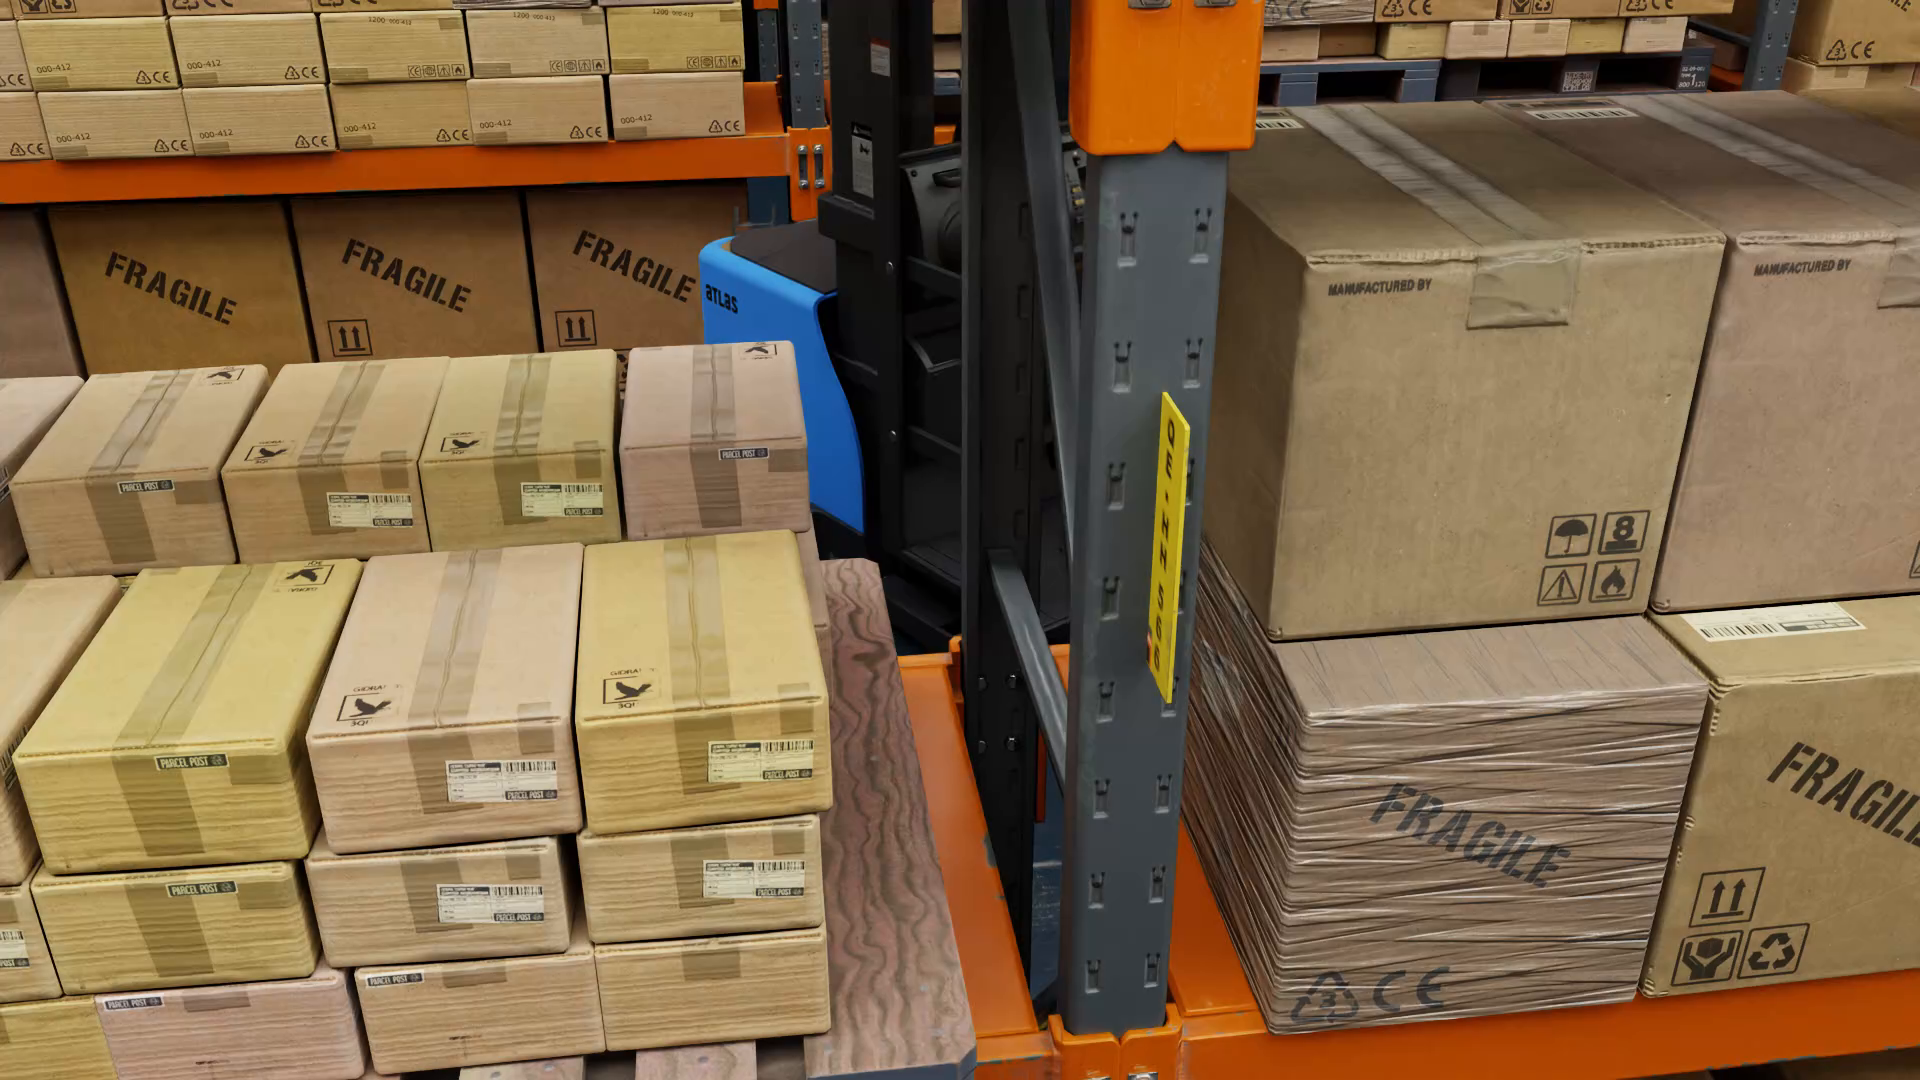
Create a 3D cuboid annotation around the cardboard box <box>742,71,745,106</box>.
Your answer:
[{"bbox_3d":[-1.176,-2.001,7.029,0.500,0.250,0.500,-4,27,-8],"label":"cardboard box"}]

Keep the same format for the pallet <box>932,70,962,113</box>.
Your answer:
[{"bbox_3d":[0.034,-1.993,7.059,1.003,0.211,1.213,-4,27,-7],"label":"pallet"}]

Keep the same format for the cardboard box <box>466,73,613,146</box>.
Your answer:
[{"bbox_3d":[-1.625,-1.729,6.499,0.500,0.250,0.500,-3,27,-6],"label":"cardboard box"}]

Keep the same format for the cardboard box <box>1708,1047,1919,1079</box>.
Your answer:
[{"bbox_3d":[1.614,1.005,3.010,0.750,0.750,1.050,-3,27,-6],"label":"cardboard box"}]

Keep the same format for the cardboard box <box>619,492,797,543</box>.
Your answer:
[{"bbox_3d":[-0.373,-0.021,2.495,0.250,0.149,0.380,-2,27,-5],"label":"cardboard box"}]

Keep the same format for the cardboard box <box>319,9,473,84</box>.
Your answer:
[{"bbox_3d":[-2.112,-1.919,6.321,0.500,0.250,0.500,-4,27,-8],"label":"cardboard box"}]

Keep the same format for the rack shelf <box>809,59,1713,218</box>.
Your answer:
[{"bbox_3d":[1.324,-1.792,7.246,4.000,0.370,1.077,-4,27,-7],"label":"rack shelf"}]

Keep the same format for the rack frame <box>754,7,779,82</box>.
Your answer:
[{"bbox_3d":[-1.352,-4.229,11.206,0.127,3.000,1.000,-4,27,-7],"label":"rack frame"}]

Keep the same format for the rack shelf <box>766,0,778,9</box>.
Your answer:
[{"bbox_3d":[0.629,-4.036,11.618,4.000,0.370,1.077,-4,27,-7],"label":"rack shelf"}]

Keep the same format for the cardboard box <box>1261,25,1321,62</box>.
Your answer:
[{"bbox_3d":[1.298,-2.078,6.829,0.250,0.149,0.380,-3,27,-5],"label":"cardboard box"}]

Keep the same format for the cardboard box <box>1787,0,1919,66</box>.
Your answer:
[{"bbox_3d":[3.779,-2.318,7.047,0.500,0.500,0.500,-4,27,-7],"label":"cardboard box"}]

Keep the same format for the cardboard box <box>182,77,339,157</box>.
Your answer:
[{"bbox_3d":[-2.627,-1.659,6.363,0.500,0.250,0.500,-4,27,-8],"label":"cardboard box"}]

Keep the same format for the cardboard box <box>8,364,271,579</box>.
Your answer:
[{"bbox_3d":[-1.123,-0.103,2.329,0.250,0.149,0.380,-5,28,-9],"label":"cardboard box"}]

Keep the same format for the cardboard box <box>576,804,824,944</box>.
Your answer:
[{"bbox_3d":[-0.292,0.276,1.916,0.250,0.149,0.380,-3,27,-6],"label":"cardboard box"}]

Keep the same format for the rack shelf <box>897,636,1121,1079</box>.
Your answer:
[{"bbox_3d":[-1.847,0.693,2.401,4.000,0.370,1.077,-4,27,-7],"label":"rack shelf"}]

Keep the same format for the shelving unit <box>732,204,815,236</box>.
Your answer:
[{"bbox_3d":[-0.773,-0.776,6.587,0.215,1.050,0.252,-13,29,-41],"label":"shelving unit"}]

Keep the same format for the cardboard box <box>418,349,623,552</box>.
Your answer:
[{"bbox_3d":[-0.617,-0.134,2.388,0.250,0.149,0.380,-4,27,-9],"label":"cardboard box"}]

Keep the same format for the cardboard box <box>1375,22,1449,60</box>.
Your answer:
[{"bbox_3d":[1.821,-2.099,6.870,0.250,0.149,0.380,-4,27,-7],"label":"cardboard box"}]

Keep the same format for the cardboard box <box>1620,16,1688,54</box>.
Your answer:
[{"bbox_3d":[2.834,-2.157,6.984,0.250,0.149,0.380,-3,27,-6],"label":"cardboard box"}]

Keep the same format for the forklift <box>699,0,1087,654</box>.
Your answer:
[{"bbox_3d":[0.357,-1.033,5.053,1.130,2.935,3.031,-20,33,-34],"label":"forklift"}]

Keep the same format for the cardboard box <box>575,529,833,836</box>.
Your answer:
[{"bbox_3d":[-0.288,0.145,1.846,0.250,0.149,0.380,-5,28,-9],"label":"cardboard box"}]

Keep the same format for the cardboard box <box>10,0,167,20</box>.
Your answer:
[{"bbox_3d":[-3.145,-2.194,6.035,0.500,0.500,0.500,-4,27,-8],"label":"cardboard box"}]

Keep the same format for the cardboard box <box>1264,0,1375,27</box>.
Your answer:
[{"bbox_3d":[1.358,-2.374,6.696,0.500,0.500,0.500,-5,28,-9],"label":"cardboard box"}]

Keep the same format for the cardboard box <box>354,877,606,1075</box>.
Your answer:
[{"bbox_3d":[-0.537,0.425,1.951,0.250,0.149,0.380,-4,27,-7],"label":"cardboard box"}]

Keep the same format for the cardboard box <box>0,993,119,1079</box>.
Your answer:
[{"bbox_3d":[-1.039,0.456,1.891,0.250,0.149,0.380,-4,27,-8],"label":"cardboard box"}]

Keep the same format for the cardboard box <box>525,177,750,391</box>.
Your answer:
[{"bbox_3d":[-1.352,-1.220,7.210,0.875,0.875,0.875,-4,27,-8],"label":"cardboard box"}]

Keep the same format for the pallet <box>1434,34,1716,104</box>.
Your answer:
[{"bbox_3d":[2.527,-2.171,7.406,1.213,0.211,1.003,-4,27,-7],"label":"pallet"}]

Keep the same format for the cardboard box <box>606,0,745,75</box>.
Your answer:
[{"bbox_3d":[-1.101,-1.995,6.470,0.500,0.250,0.500,-4,27,-7],"label":"cardboard box"}]

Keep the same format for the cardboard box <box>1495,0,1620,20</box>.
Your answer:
[{"bbox_3d":[2.388,-2.438,6.821,0.500,0.500,0.500,-4,27,-7],"label":"cardboard box"}]

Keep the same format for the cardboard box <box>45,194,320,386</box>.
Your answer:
[{"bbox_3d":[-3.121,-1.109,6.993,0.875,0.875,0.875,-3,27,-6],"label":"cardboard box"}]

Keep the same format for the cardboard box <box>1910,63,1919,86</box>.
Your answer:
[{"bbox_3d":[4.163,-2.073,7.280,0.250,0.149,0.380,-4,27,-7],"label":"cardboard box"}]

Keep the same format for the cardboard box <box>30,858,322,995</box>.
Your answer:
[{"bbox_3d":[-0.817,0.312,1.846,0.250,0.149,0.380,-3,27,-6],"label":"cardboard box"}]

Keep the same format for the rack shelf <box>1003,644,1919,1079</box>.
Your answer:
[{"bbox_3d":[2.114,0.439,2.897,4.000,0.370,1.077,-4,27,-7],"label":"rack shelf"}]

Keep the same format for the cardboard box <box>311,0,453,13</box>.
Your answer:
[{"bbox_3d":[-2.132,-2.259,6.161,0.500,0.500,0.500,-4,27,-7],"label":"cardboard box"}]

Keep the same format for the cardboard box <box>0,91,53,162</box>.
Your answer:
[{"bbox_3d":[-3.633,-1.606,6.259,0.500,0.250,0.500,-4,27,-8],"label":"cardboard box"}]

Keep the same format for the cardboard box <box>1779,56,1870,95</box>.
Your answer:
[{"bbox_3d":[3.661,-2.003,7.143,0.250,0.149,0.380,-4,27,-7],"label":"cardboard box"}]

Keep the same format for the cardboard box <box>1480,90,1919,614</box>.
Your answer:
[{"bbox_3d":[1.080,-0.300,2.344,0.500,0.500,0.700,-4,27,-8],"label":"cardboard box"}]

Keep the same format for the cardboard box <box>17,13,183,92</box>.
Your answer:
[{"bbox_3d":[-3.127,-1.853,6.192,0.500,0.250,0.500,-3,27,-6],"label":"cardboard box"}]

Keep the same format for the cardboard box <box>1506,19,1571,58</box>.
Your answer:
[{"bbox_3d":[2.320,-2.116,6.903,0.250,0.149,0.380,-4,27,-8],"label":"cardboard box"}]

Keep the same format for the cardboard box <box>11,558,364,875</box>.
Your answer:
[{"bbox_3d":[-0.797,0.176,1.784,0.250,0.149,0.380,-3,27,-6],"label":"cardboard box"}]

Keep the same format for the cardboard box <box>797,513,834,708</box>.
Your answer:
[{"bbox_3d":[-0.338,0.108,2.569,0.250,0.149,0.380,-4,27,-8],"label":"cardboard box"}]

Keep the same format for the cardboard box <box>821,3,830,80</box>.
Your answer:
[{"bbox_3d":[-0.732,-3.393,11.718,0.625,0.625,0.875,-3,27,-5],"label":"cardboard box"}]

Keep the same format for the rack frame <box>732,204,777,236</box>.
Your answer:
[{"bbox_3d":[-0.855,-0.818,6.667,0.200,1.050,0.008,-13,29,-41],"label":"rack frame"}]

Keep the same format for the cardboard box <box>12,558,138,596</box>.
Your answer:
[{"bbox_3d":[-1.155,0.031,2.392,0.250,0.149,0.380,-4,27,-7],"label":"cardboard box"}]

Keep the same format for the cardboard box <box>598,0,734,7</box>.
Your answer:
[{"bbox_3d":[-1.132,-2.323,6.288,0.500,0.500,0.500,-4,27,-9],"label":"cardboard box"}]

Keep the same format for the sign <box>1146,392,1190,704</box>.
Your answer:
[{"bbox_3d":[0.218,0.011,1.762,0.005,0.325,0.100,-4,27,-7],"label":"sign"}]

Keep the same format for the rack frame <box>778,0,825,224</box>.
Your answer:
[{"bbox_3d":[-0.656,-1.985,6.833,0.127,3.000,1.000,-4,27,-7],"label":"rack frame"}]

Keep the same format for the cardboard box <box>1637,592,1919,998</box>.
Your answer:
[{"bbox_3d":[1.119,0.261,2.345,0.500,0.500,0.500,-4,27,-8],"label":"cardboard box"}]

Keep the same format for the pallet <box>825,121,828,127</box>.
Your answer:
[{"bbox_3d":[-0.531,-3.023,11.910,1.213,0.211,1.003,-4,27,-7],"label":"pallet"}]
